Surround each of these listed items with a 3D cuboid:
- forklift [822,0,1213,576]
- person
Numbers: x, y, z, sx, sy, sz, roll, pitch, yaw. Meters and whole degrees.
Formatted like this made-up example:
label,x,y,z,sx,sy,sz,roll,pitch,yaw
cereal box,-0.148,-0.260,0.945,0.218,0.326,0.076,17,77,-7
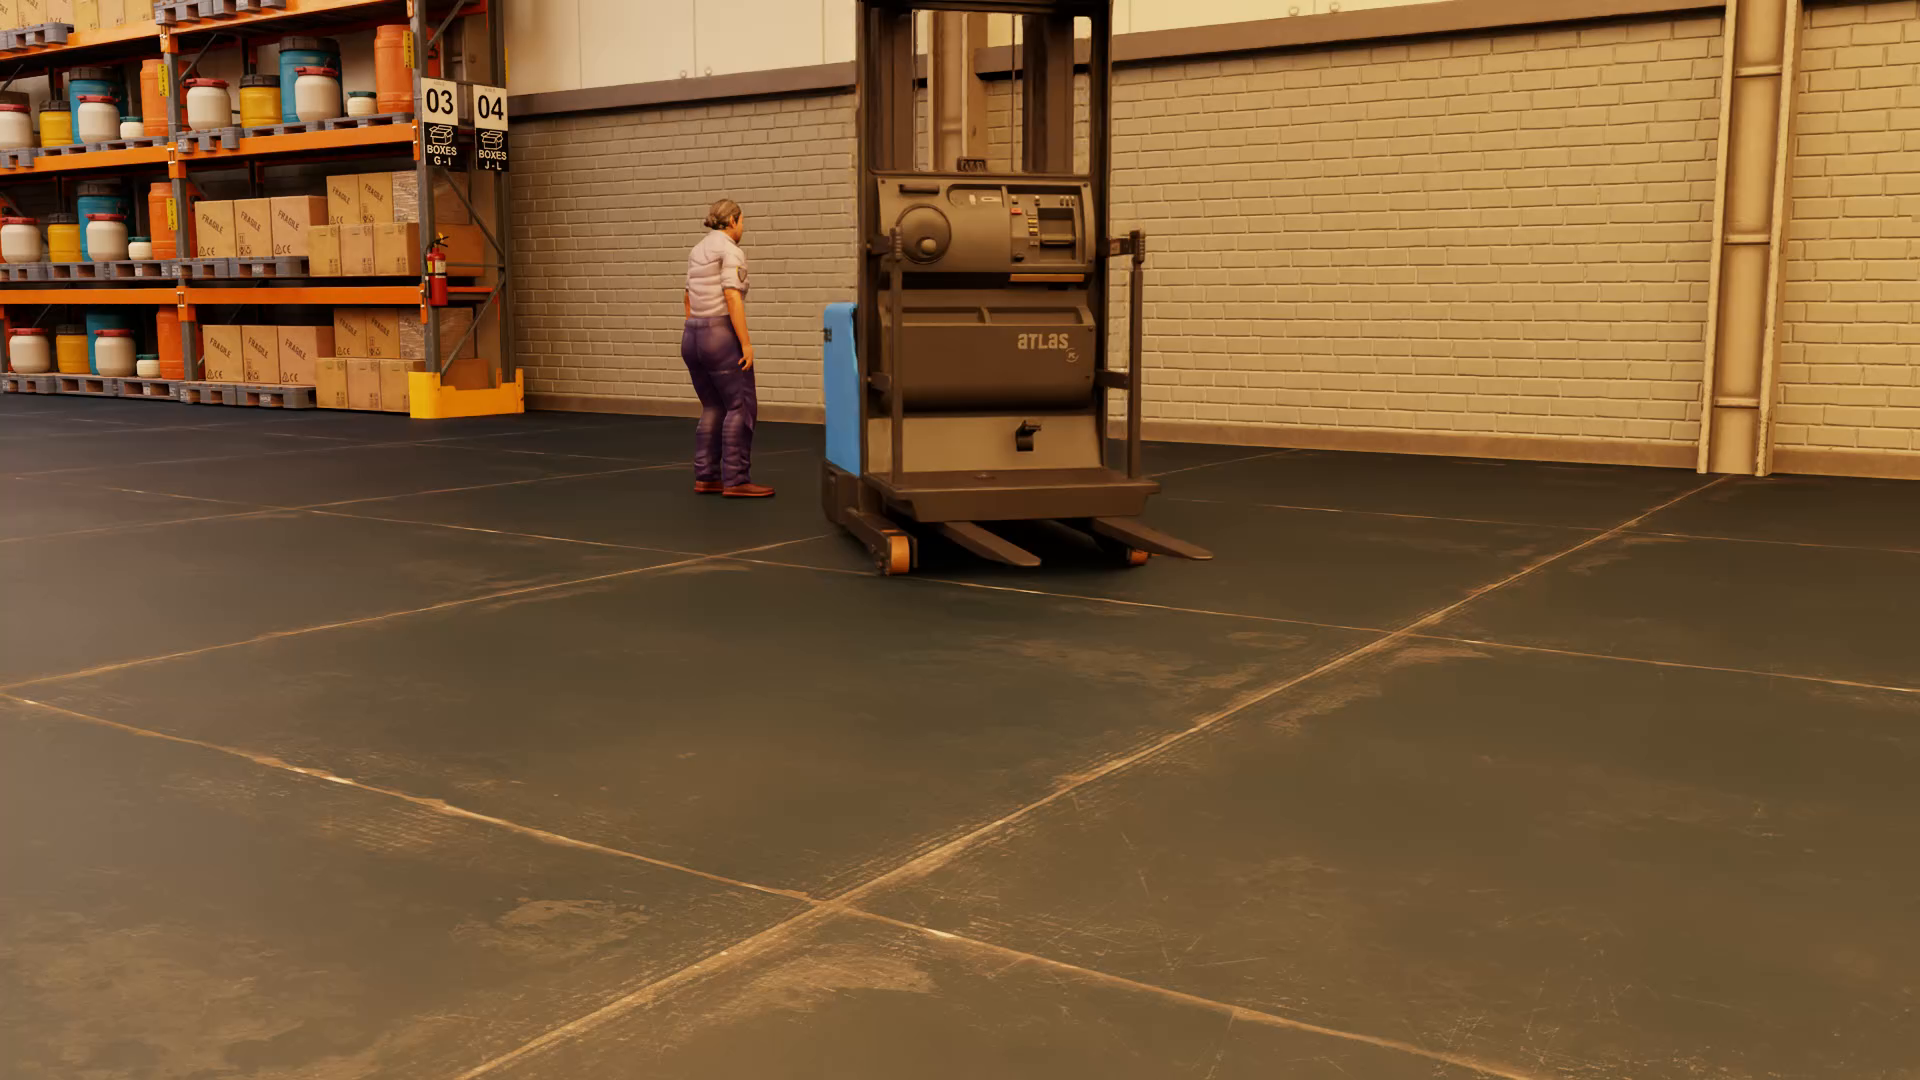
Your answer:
label,x,y,z,sx,sy,sz,roll,pitch,yaw
forklift,0.167,-1.366,6.802,1.130,2.935,3.031,-2,8,-14
person,-1.333,-1.073,9.300,0.369,1.650,0.555,-7,11,-40
